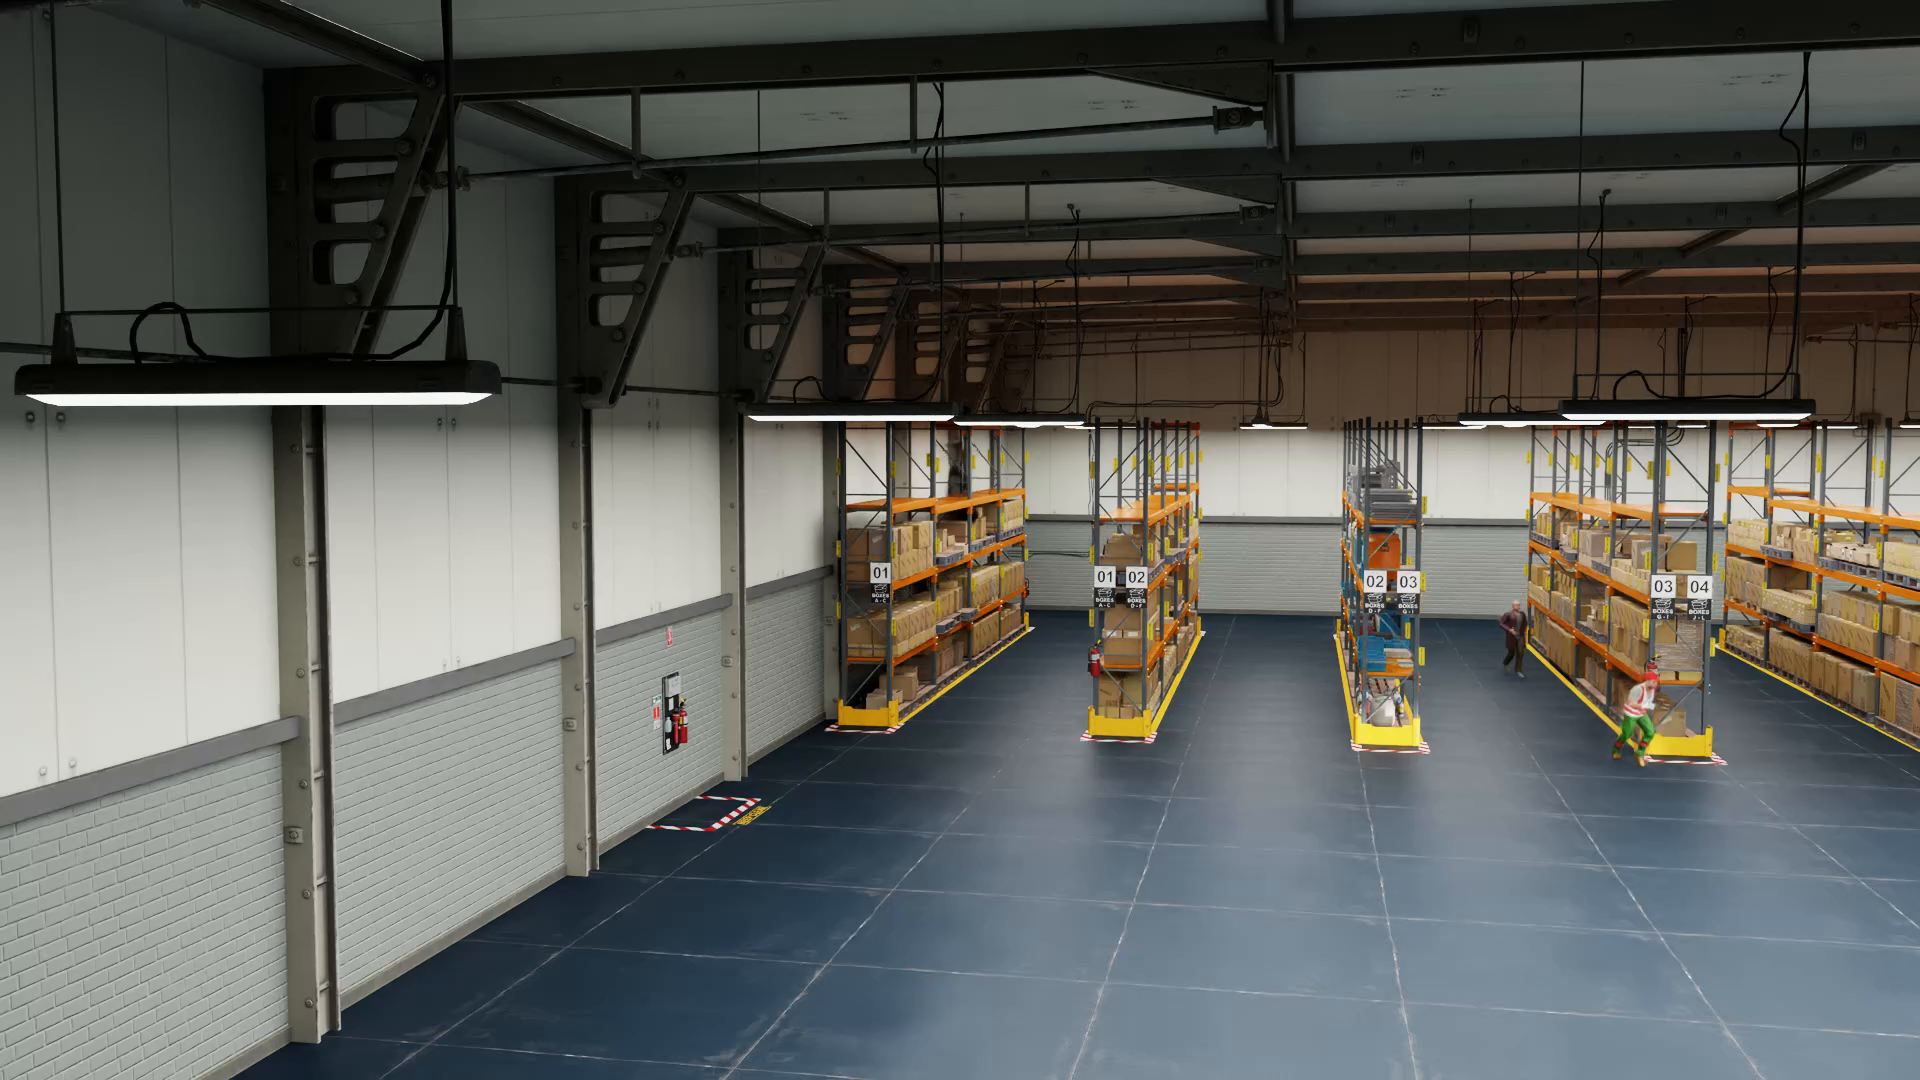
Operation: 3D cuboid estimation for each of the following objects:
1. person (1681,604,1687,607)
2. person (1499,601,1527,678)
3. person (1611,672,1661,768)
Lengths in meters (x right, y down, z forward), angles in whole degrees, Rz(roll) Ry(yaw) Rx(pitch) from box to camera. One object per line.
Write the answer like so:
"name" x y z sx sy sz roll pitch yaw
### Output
"person" 18.711 2.058 42.990 0.716 1.775 0.590 2 4 23
"person" 13.017 2.308 39.053 0.713 1.776 0.954 0 4 -2
"person" 11.623 3.060 28.562 0.706 1.688 0.996 -2 4 -24
